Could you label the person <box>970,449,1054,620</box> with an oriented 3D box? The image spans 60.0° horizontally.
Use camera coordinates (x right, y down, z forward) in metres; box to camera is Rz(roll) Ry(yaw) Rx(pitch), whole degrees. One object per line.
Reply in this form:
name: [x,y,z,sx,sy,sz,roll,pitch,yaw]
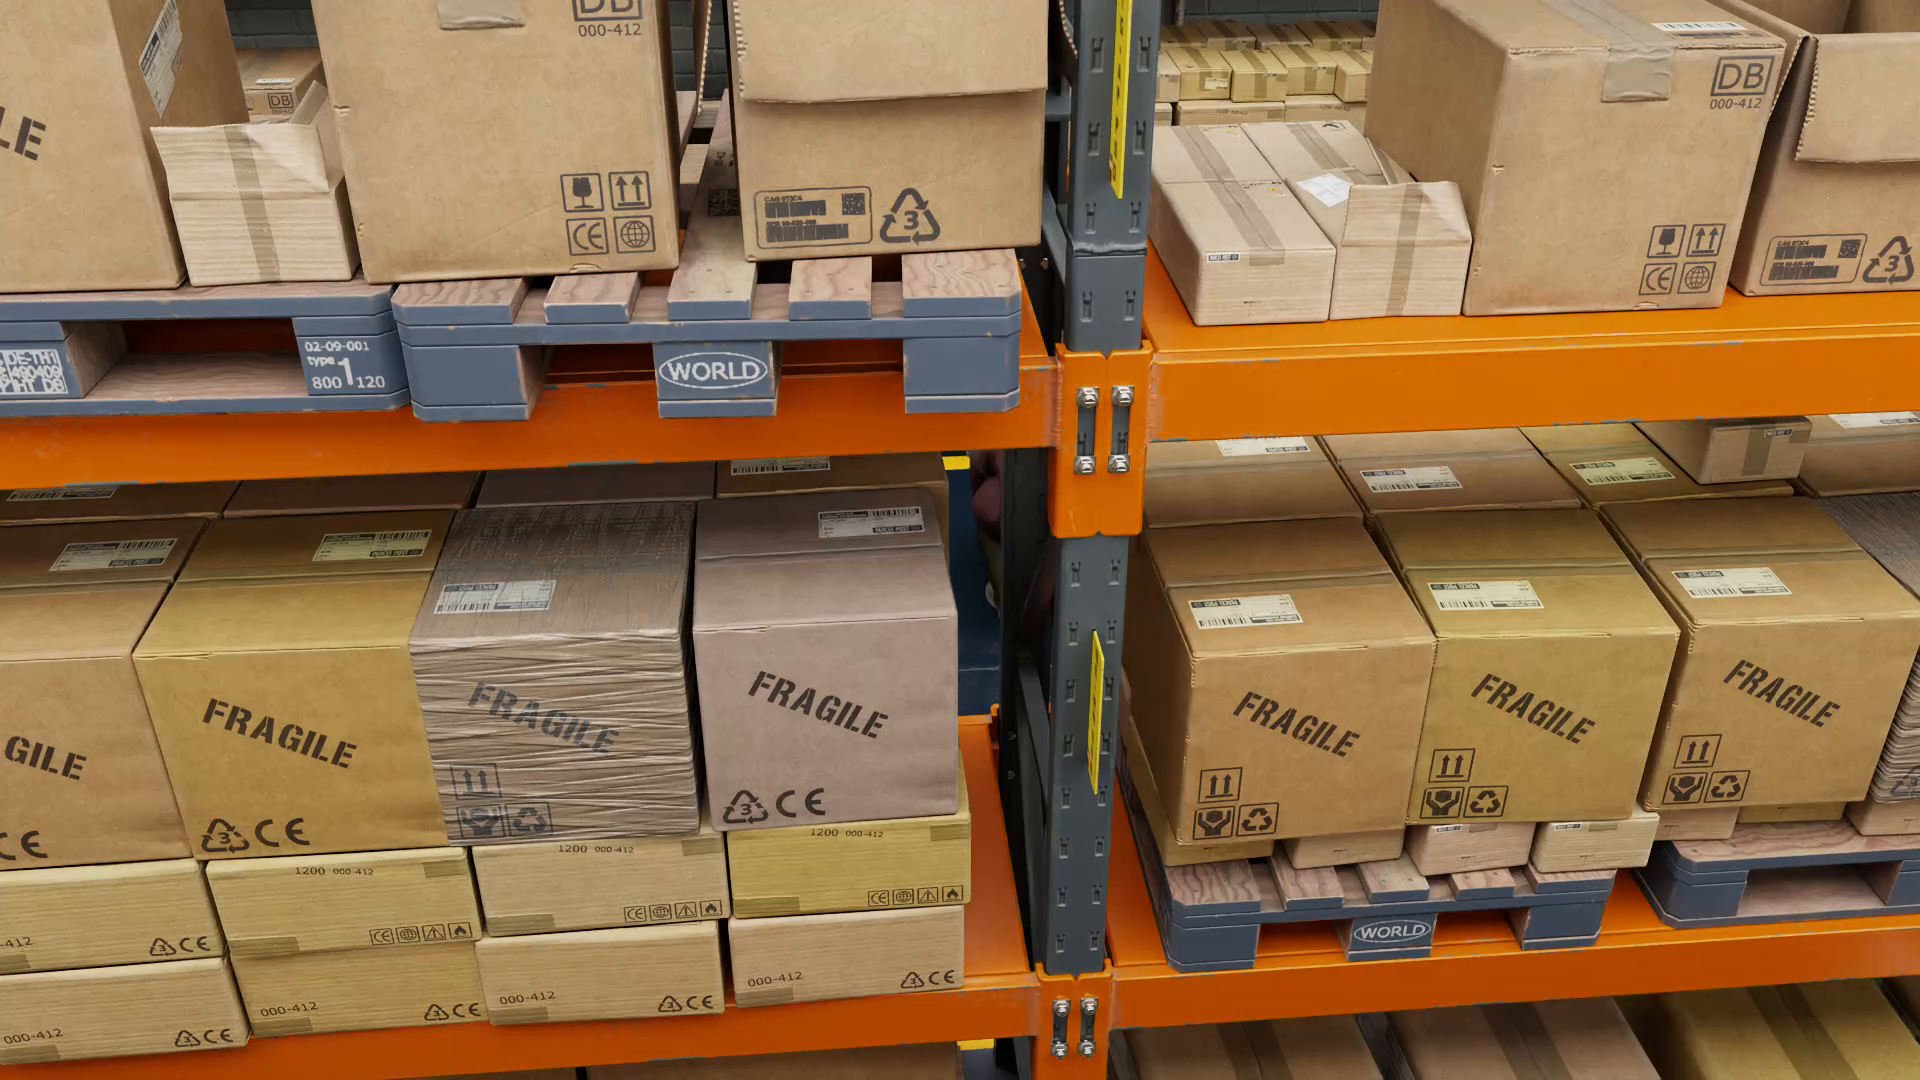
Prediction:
person: [0.320,-0.128,7.310,0.584,0.850,0.951,-4,31,-6]
